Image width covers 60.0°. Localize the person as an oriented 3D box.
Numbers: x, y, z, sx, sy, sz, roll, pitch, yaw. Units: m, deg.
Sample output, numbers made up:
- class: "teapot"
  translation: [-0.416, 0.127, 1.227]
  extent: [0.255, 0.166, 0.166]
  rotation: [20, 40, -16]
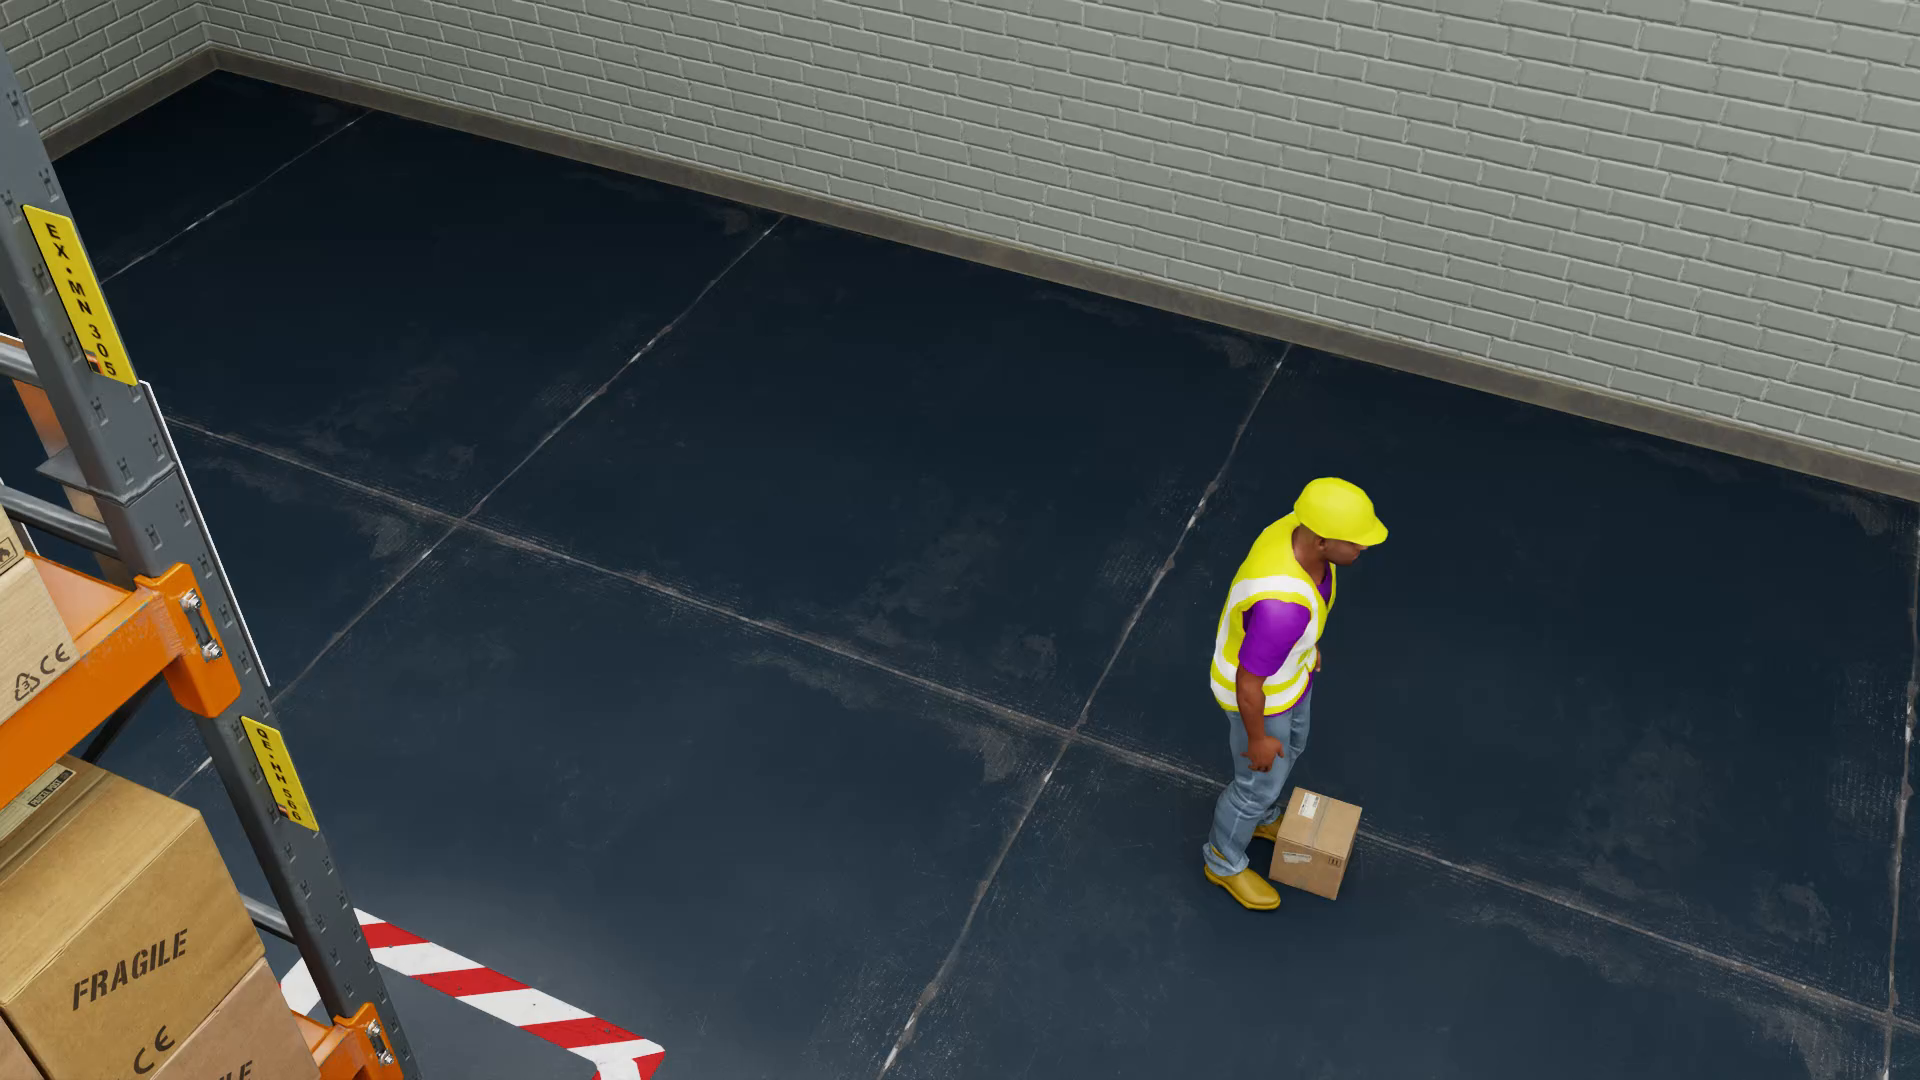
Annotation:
- class: "person"
  translation: [1.081, 0.484, 5.603]
  extent: [0.460, 1.761, 0.627]
  rotation: [17, 45, 18]
